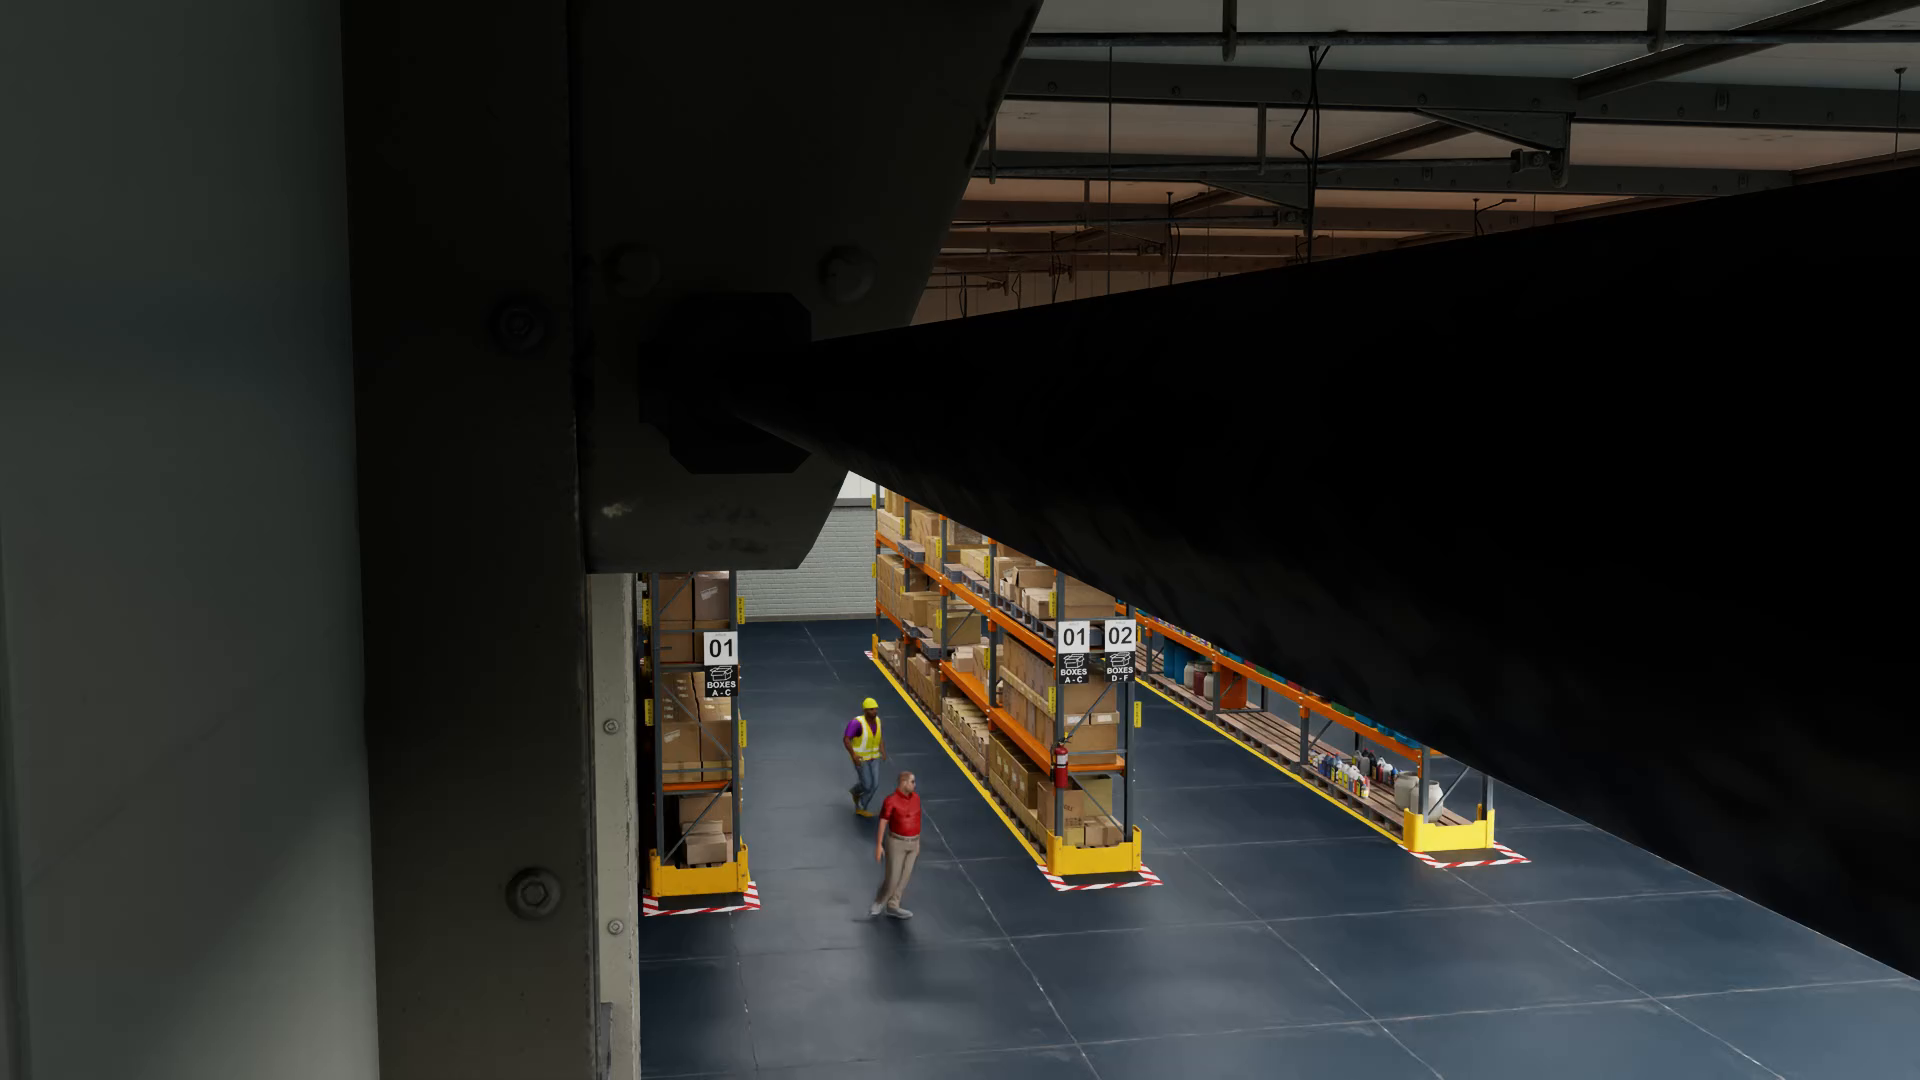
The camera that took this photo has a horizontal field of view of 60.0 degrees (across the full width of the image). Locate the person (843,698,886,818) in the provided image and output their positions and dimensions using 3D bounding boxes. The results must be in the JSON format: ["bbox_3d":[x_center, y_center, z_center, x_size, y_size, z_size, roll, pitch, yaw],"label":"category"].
[{"bbox_3d":[-1.368,3.070,23.592,0.699,1.702,0.589,-4,7,-37],"label":"person"}]

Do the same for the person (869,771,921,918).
[{"bbox_3d":[-0.733,3.511,19.155,0.503,1.714,0.664,6,8,44],"label":"person"}]
